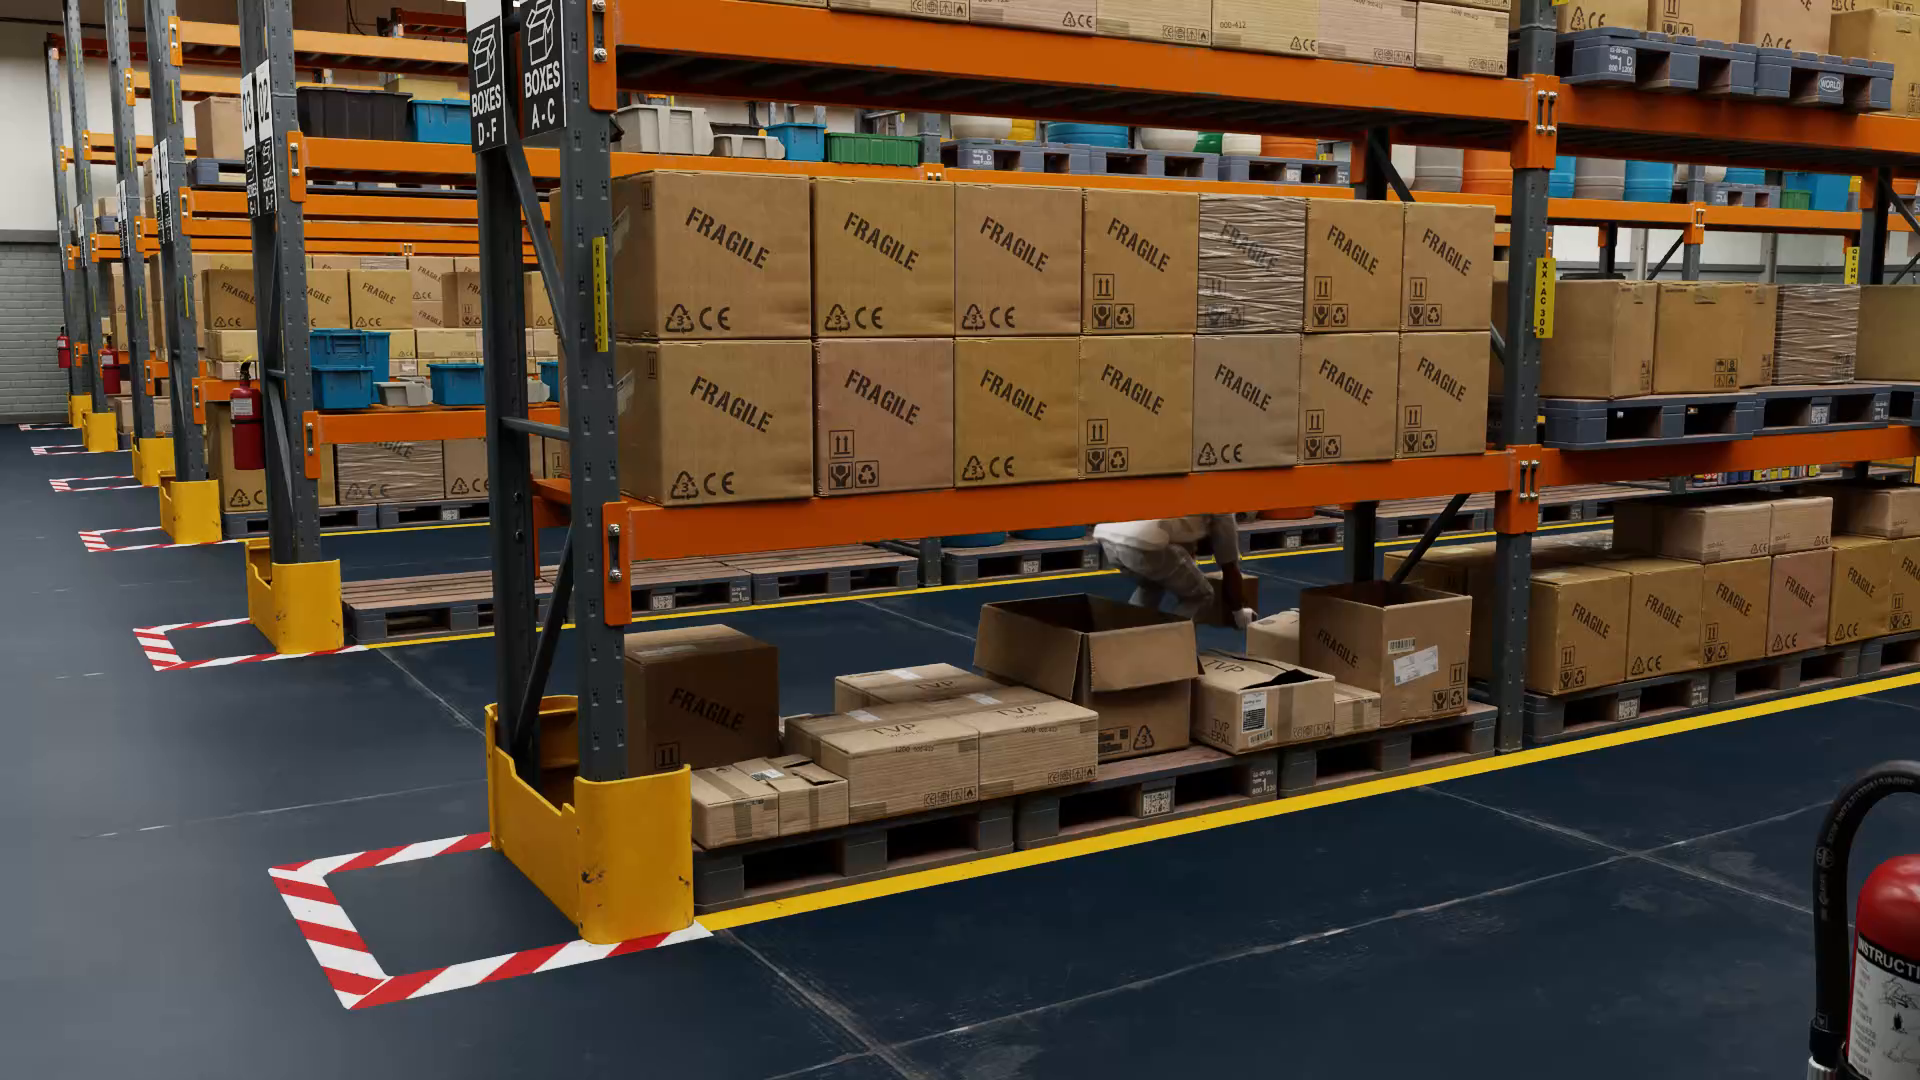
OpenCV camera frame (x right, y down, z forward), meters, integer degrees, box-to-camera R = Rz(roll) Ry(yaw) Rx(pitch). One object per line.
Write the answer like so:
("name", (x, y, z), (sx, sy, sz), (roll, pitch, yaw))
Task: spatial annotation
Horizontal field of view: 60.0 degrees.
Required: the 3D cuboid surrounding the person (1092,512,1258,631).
("person", (1.139, 0.181, 8.677), (0.979, 1.024, 0.541), (-5, 10, -34))
